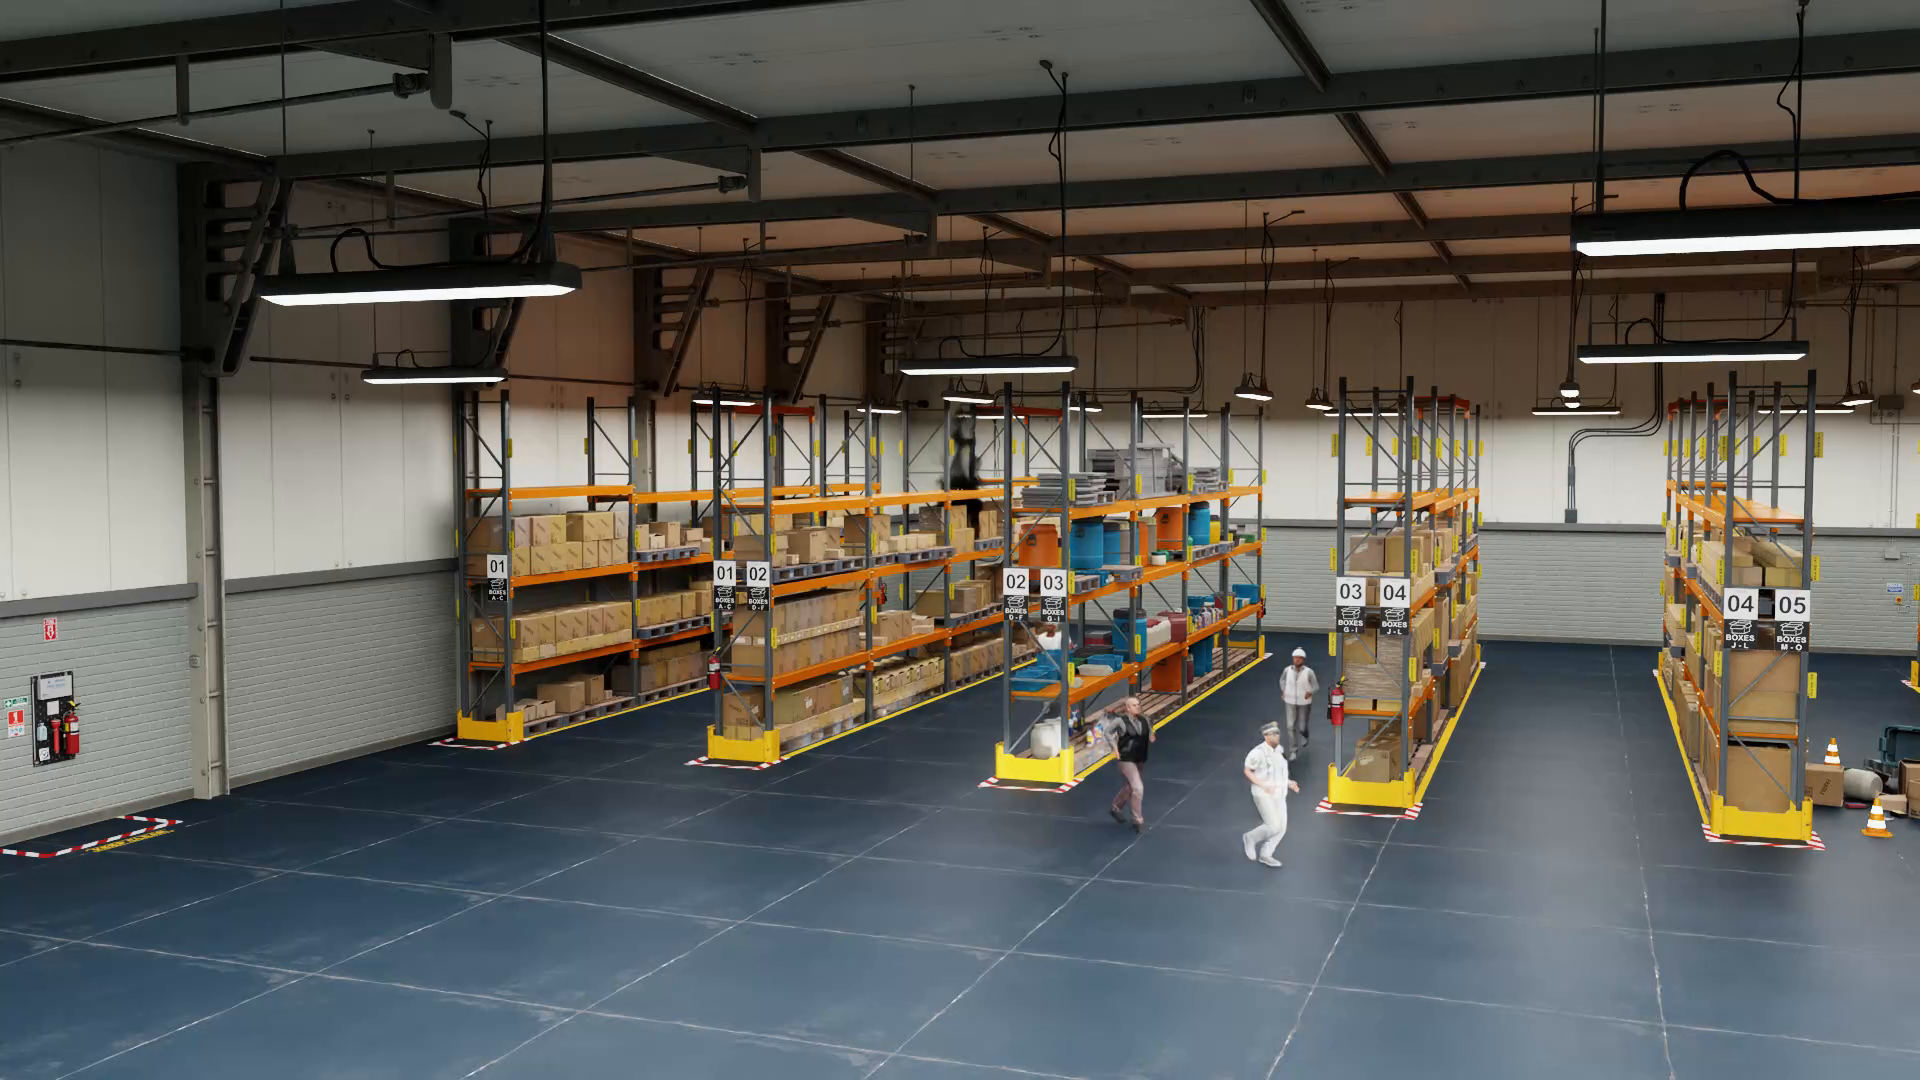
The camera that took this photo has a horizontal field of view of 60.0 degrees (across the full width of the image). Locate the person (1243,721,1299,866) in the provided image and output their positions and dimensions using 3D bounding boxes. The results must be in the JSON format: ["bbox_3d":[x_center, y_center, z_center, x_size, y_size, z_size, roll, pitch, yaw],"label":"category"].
[{"bbox_3d":[3.718,3.032,19.934,0.644,1.737,0.595,-3,4,-42],"label":"person"}]

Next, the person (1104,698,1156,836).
[{"bbox_3d":[2.261,2.946,21.837,0.632,1.782,0.804,-2,4,-37],"label":"person"}]

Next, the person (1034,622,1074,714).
[{"bbox_3d":[1.727,2.367,31.633,0.714,1.744,1.031,2,4,27],"label":"person"}]

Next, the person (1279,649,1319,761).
[{"bbox_3d":[5.488,2.648,26.979,0.662,1.772,0.880,1,3,20],"label":"person"}]
